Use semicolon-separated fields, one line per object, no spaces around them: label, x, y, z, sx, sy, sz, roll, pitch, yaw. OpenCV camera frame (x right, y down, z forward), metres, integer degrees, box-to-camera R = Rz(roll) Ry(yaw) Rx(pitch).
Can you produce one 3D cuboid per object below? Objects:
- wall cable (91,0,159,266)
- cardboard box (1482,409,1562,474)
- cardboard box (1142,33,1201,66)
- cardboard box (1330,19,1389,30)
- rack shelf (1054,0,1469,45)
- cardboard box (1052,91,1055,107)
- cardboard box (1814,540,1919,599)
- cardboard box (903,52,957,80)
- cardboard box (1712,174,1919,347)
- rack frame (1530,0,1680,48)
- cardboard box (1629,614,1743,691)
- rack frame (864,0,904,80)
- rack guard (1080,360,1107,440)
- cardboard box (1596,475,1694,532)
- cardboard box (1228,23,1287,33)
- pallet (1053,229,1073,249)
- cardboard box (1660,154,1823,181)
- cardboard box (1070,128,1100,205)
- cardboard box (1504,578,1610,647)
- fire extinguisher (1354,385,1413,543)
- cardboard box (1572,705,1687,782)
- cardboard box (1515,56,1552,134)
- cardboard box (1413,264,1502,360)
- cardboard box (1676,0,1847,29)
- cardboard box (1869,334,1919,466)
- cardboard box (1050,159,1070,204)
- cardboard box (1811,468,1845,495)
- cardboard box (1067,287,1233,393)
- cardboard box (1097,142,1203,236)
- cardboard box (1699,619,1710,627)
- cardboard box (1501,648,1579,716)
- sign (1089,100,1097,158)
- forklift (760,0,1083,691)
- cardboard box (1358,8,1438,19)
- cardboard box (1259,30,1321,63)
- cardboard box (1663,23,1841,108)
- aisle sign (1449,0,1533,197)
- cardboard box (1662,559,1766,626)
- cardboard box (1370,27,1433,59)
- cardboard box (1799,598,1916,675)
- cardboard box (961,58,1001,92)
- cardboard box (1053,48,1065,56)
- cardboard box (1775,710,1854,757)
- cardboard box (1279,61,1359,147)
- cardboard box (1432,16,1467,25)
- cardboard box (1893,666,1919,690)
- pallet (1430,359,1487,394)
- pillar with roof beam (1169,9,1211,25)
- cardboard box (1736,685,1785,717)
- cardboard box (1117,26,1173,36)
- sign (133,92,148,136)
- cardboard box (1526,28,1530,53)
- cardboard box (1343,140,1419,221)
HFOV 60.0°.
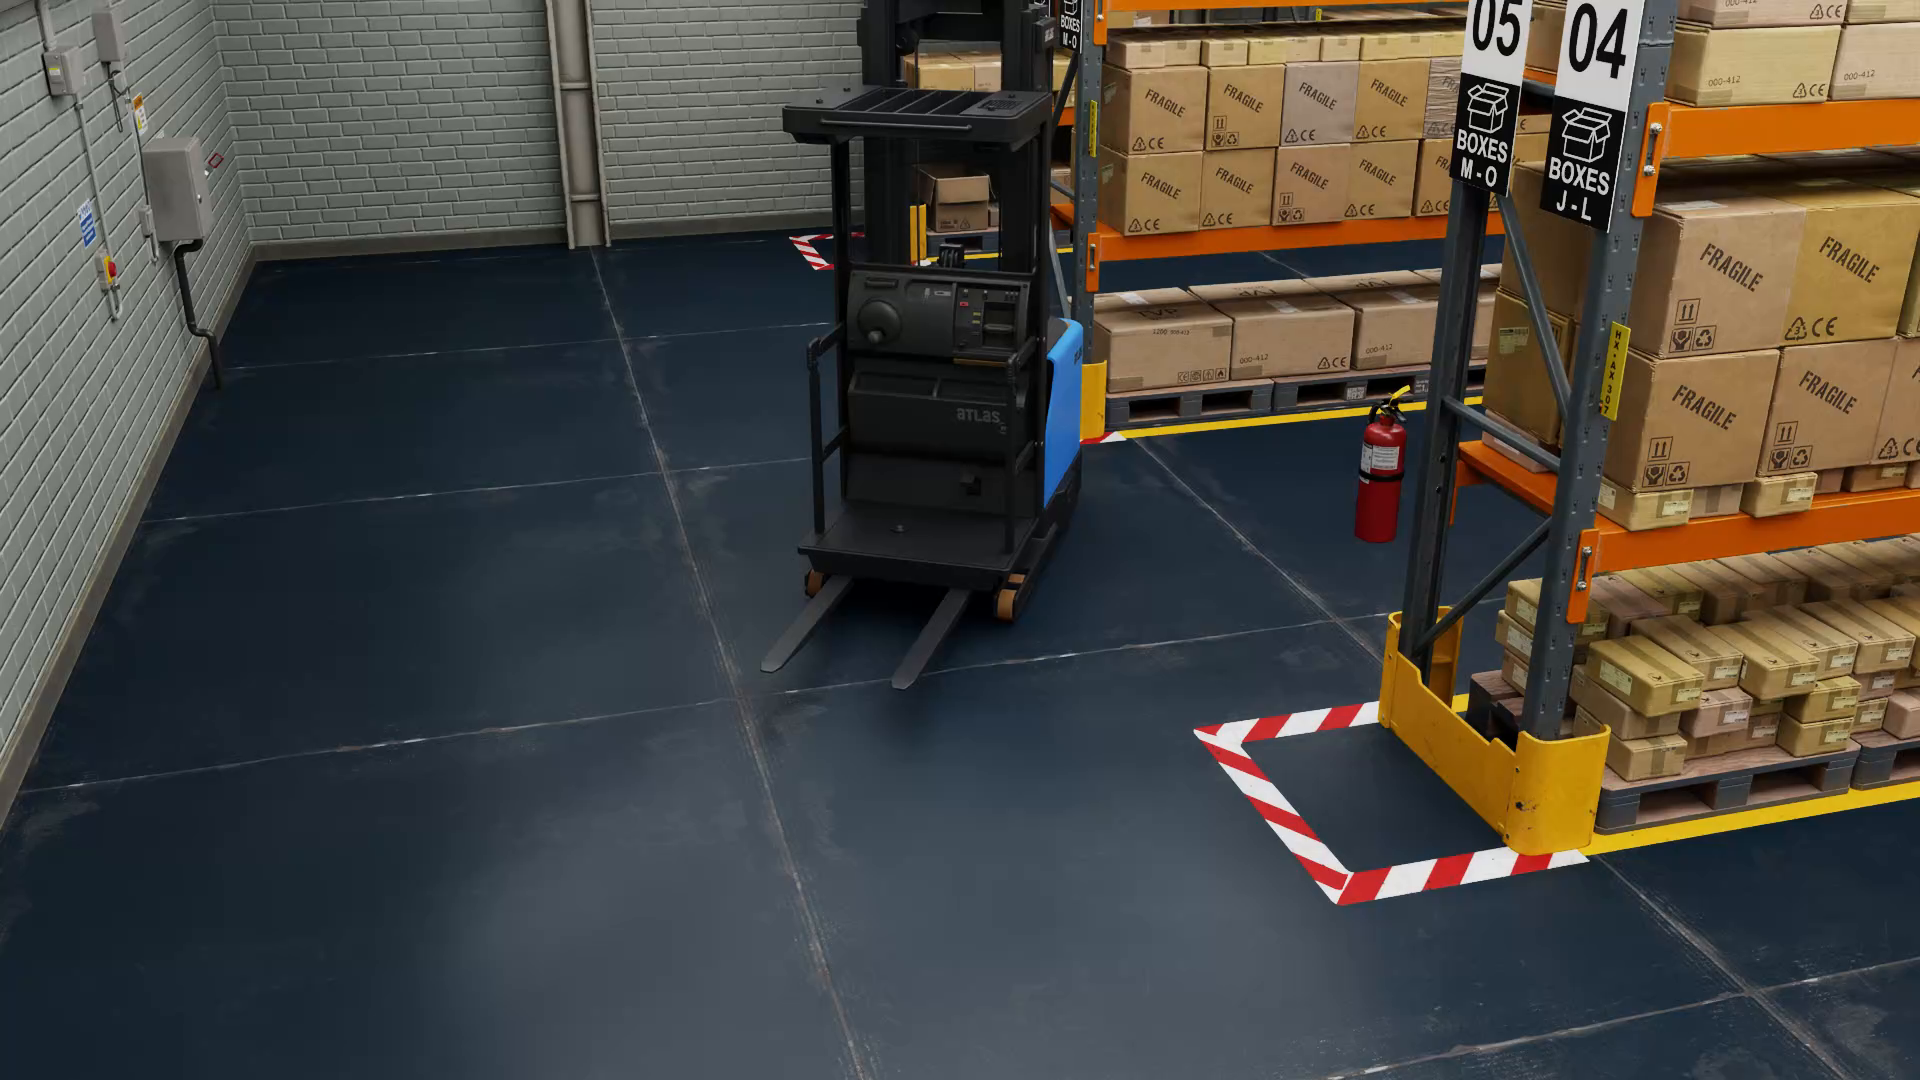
wall cable;-5.161;-2.649;10.330;0.122;1.984;0.588;-6;24;-14
cardboard box;2.328;-0.412;6.725;0.250;0.149;0.380;-6;24;-14
cardboard box;1.306;-3.045;10.326;0.250;0.149;0.380;-6;24;-13
cardboard box;2.662;-3.393;11.137;0.250;0.149;0.380;-6;24;-14
rack shelf;2.582;-3.515;10.746;4.000;0.370;1.077;-6;24;-14
cardboard box;0.692;-4.073;15.258;0.250;0.149;0.380;-6;24;-14
cardboard box;4.043;0.147;7.432;0.250;0.149;0.380;-6;24;-14
cardboard box;-0.317;-4.356;15.410;0.500;0.250;0.500;-6;24;-13
cardboard box;3.079;-1.031;6.076;0.500;0.500;0.500;-6;24;-13
rack frame;2.091;-3.142;5.161;0.127;3.000;1.000;-6;24;-14
cardboard box;2.920;0.456;6.711;0.250;0.149;0.380;-6;24;-13
rack frame;-0.688;-4.138;15.090;0.127;3.000;1.000;-6;24;-14
rack guard;0.633;-1.103;11.186;0.348;0.500;1.175;-6;24;-14
cardboard box;2.491;-0.180;6.184;0.250;0.149;0.380;-7;24;-15
cardboard box;1.936;-3.280;10.872;0.250;0.149;0.380;-7;24;-15
pallet;1.325;-3.078;16.157;1.213;0.211;1.003;-6;24;-14
cardboard box;2.952;-1.225;6.528;0.500;0.500;0.500;-7;24;-16
cardboard box;1.049;-2.452;11.033;0.500;0.500;0.500;-6;24;-14
cardboard box;2.532;0.306;7.062;0.250;0.149;0.380;-6;24;-14
fire extinguisher;1.723;-0.327;6.779;0.183;0.674;0.296;-6;24;-14
cardboard box;2.681;0.797;6.670;0.250;0.149;0.380;-6;24;-13
cardboard box;3.637;-2.979;10.995;0.500;0.500;0.500;-7;24;-15
cardboard box;3.874;-1.670;12.054;0.875;0.438;0.875;-7;24;-15
cardboard box;2.593;-1.874;5.565;0.500;0.250;0.500;-6;24;-14
cardboard box;3.581;-0.625;6.399;0.500;0.500;0.500;-6;24;-14
cardboard box;0.760;-3.288;15.746;0.500;0.500;0.700;-5;24;-12
cardboard box;3.211;-0.311;6.489;0.250;0.149;0.380;-5;24;-12
cardboard box;1.265;-1.378;11.374;0.875;0.438;0.875;-7;24;-16
cardboard box;1.196;-2.242;10.544;0.500;0.500;0.500;-7;24;-15
cardboard box;3.308;0.385;7.255;0.250;0.149;0.380;-7;24;-15
cardboard box;2.541;0.596;7.139;0.250;0.149;0.380;-6;24;-13
sign;0.800;-2.477;10.020;0.005;0.325;0.100;-6;24;-14
forklift;-0.165;-1.107;8.113;1.130;2.935;3.031;6;24;14
cardboard box;4.188;-4.825;16.031;0.500;0.500;0.700;-6;24;-14
cardboard box;2.074;-3.112;10.482;0.250;0.149;0.380;-6;24;-14
cardboard box;2.592;-1.646;5.668;0.500;0.250;0.500;-5;24;-12
aisle sign;1.939;-1.686;6.079;0.004;0.787;0.394;-6;24;-14
cardboard box;3.271;0.221;7.258;0.250;0.149;0.380;-7;24;-16
cardboard box;2.816;-3.186;10.653;0.250;0.149;0.380;-6;24;-14
cardboard box;3.683;0.394;6.855;0.250;0.149;0.380;-5;24;-12
cardboard box;0.307;-4.206;15.061;0.500;0.250;0.500;-6;24;-14
cardboard box;1.161;-4.517;15.785;0.500;0.250;0.500;-6;24;-14
cardboard box;3.424;0.724;6.842;0.250;0.149;0.380;-6;24;-14
cardboard box;2.184;-2.818;10.618;0.500;0.500;0.500;-6;24;-15
cardboard box;3.400;-3.469;11.312;0.250;0.149;0.380;-6;24;-15
cardboard box;3.911;0.474;7.047;0.250;0.149;0.380;-5;24;-12
pallet;3.754;-1.347;12.122;1.213;0.211;1.003;-6;24;-14
pillar with roof beam;3.412;-5.955;11.716;0.400;9.000;9.100;-6;24;-14
cardboard box;3.155;0.569;6.825;0.250;0.149;0.380;-6;24;-14
cardboard box;1.186;-3.208;10.705;0.250;0.149;0.380;-6;24;-13
sign;-5.378;-2.794;10.910;0.001;0.242;0.339;-6;24;-14
cardboard box;3.532;-3.286;10.888;0.250;0.149;0.380;-7;24;-15
cardboard box;2.648;-2.414;10.944;0.500;0.500;0.500;-6;24;-13
